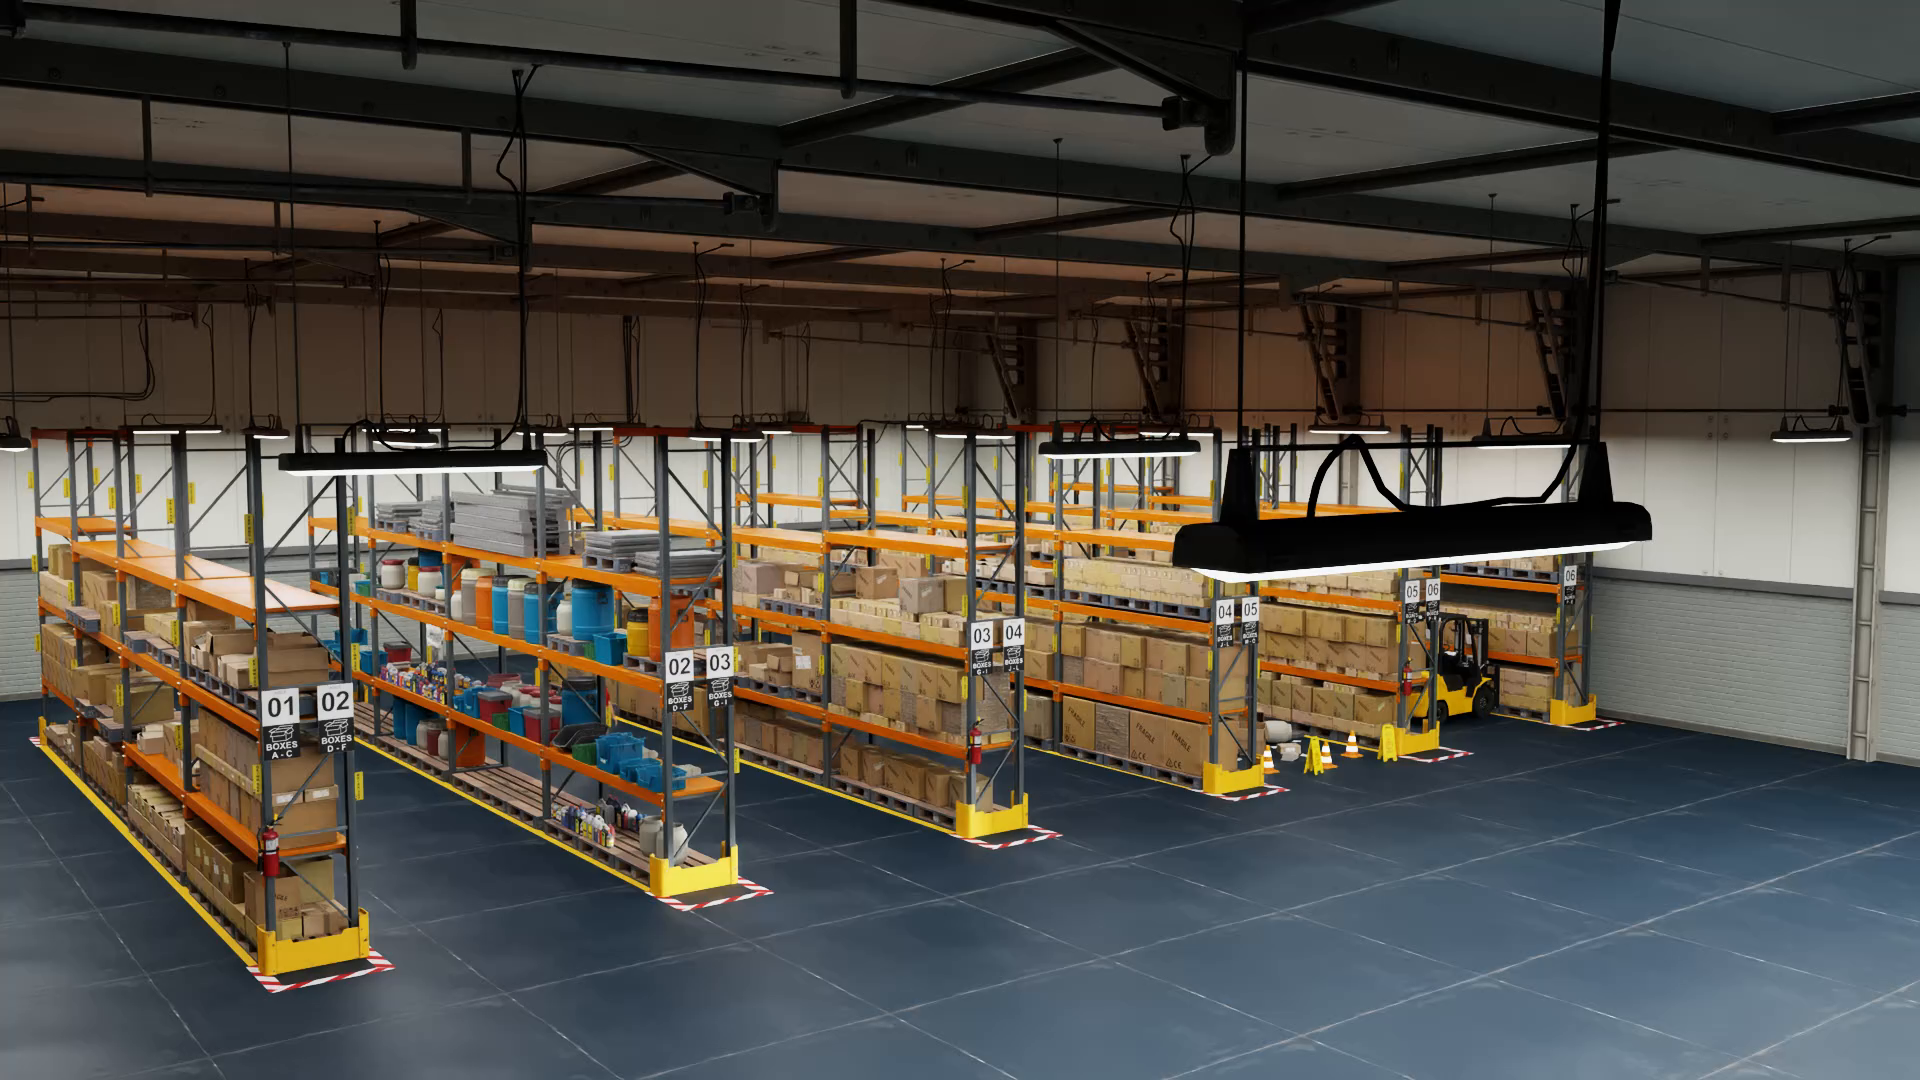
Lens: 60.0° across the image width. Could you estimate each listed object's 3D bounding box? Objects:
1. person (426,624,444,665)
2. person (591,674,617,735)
[{"bbox_3d":[-12.373,2.466,39.150,0.557,1.601,0.700,-2,5,-27],"label":"person"},{"bbox_3d":[-6.231,3.202,29.100,0.730,1.737,0.559,3,6,37],"label":"person"}]
